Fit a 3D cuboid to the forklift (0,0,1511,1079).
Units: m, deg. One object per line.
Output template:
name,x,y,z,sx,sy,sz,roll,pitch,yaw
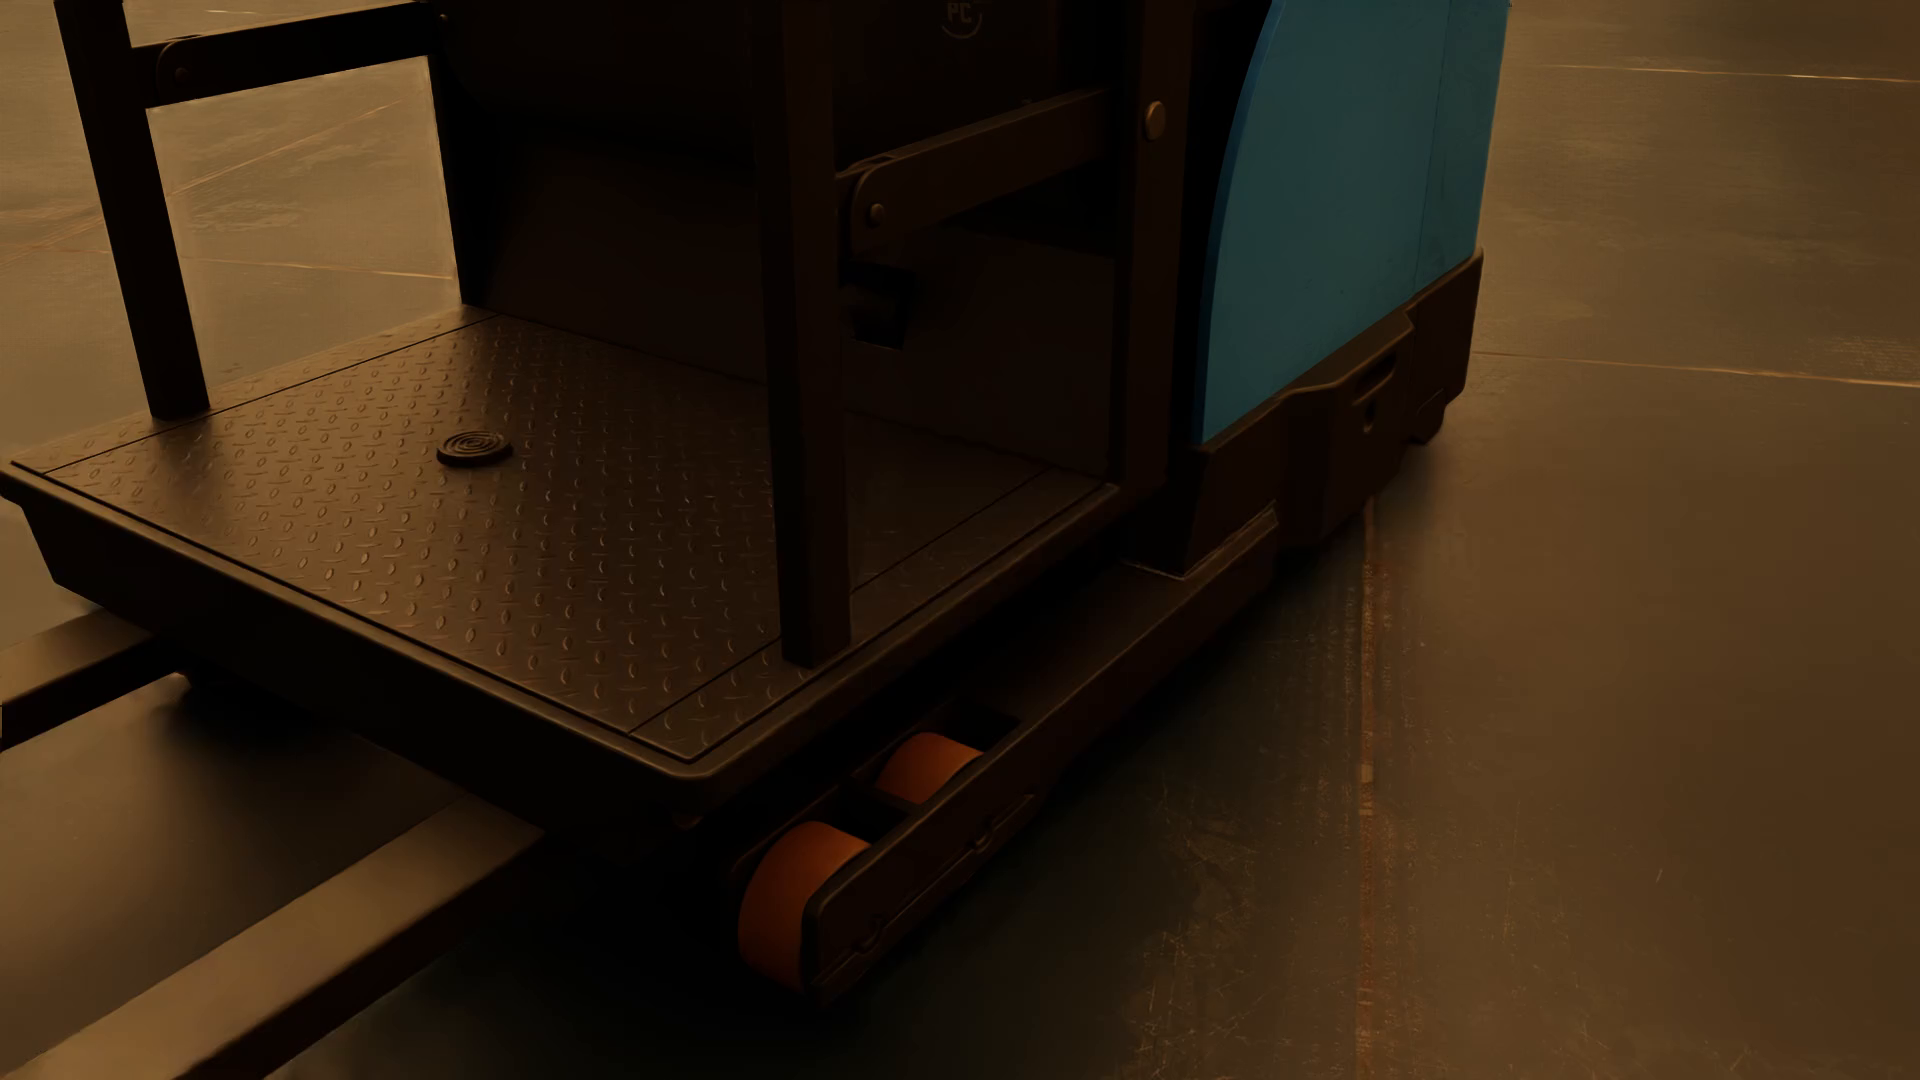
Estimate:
forklift,-0.383,-1.111,1.447,1.130,2.935,3.031,17,32,31
